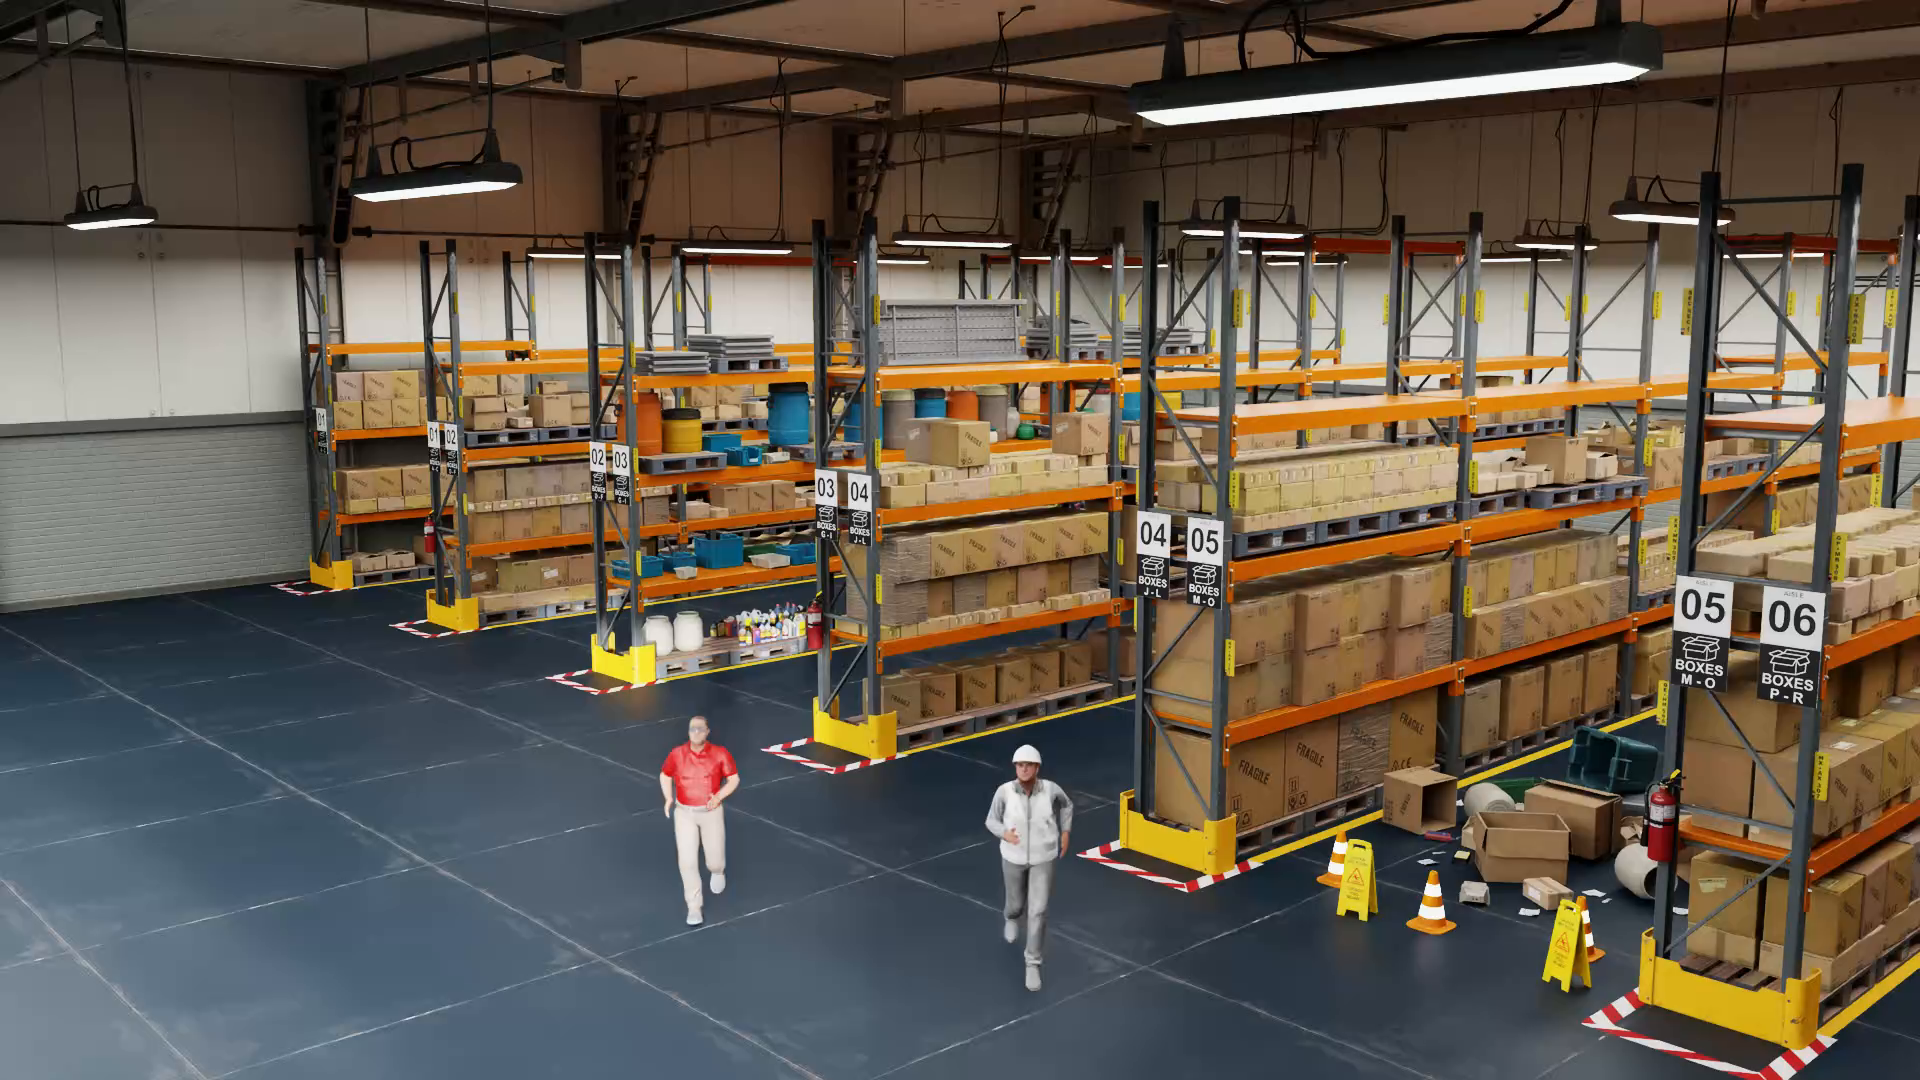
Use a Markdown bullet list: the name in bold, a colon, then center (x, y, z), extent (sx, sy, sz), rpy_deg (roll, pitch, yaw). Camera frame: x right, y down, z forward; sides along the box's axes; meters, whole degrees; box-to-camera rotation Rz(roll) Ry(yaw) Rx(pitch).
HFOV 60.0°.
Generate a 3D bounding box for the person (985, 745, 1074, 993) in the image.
- **person**: center (0.533, 2.430, 12.784), extent (0.668, 1.789, 0.968), rpy_deg (1, 8, 5)

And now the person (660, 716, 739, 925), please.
- **person**: center (-2.189, 2.302, 13.956), extent (0.672, 1.681, 0.779), rpy_deg (0, 8, -3)
